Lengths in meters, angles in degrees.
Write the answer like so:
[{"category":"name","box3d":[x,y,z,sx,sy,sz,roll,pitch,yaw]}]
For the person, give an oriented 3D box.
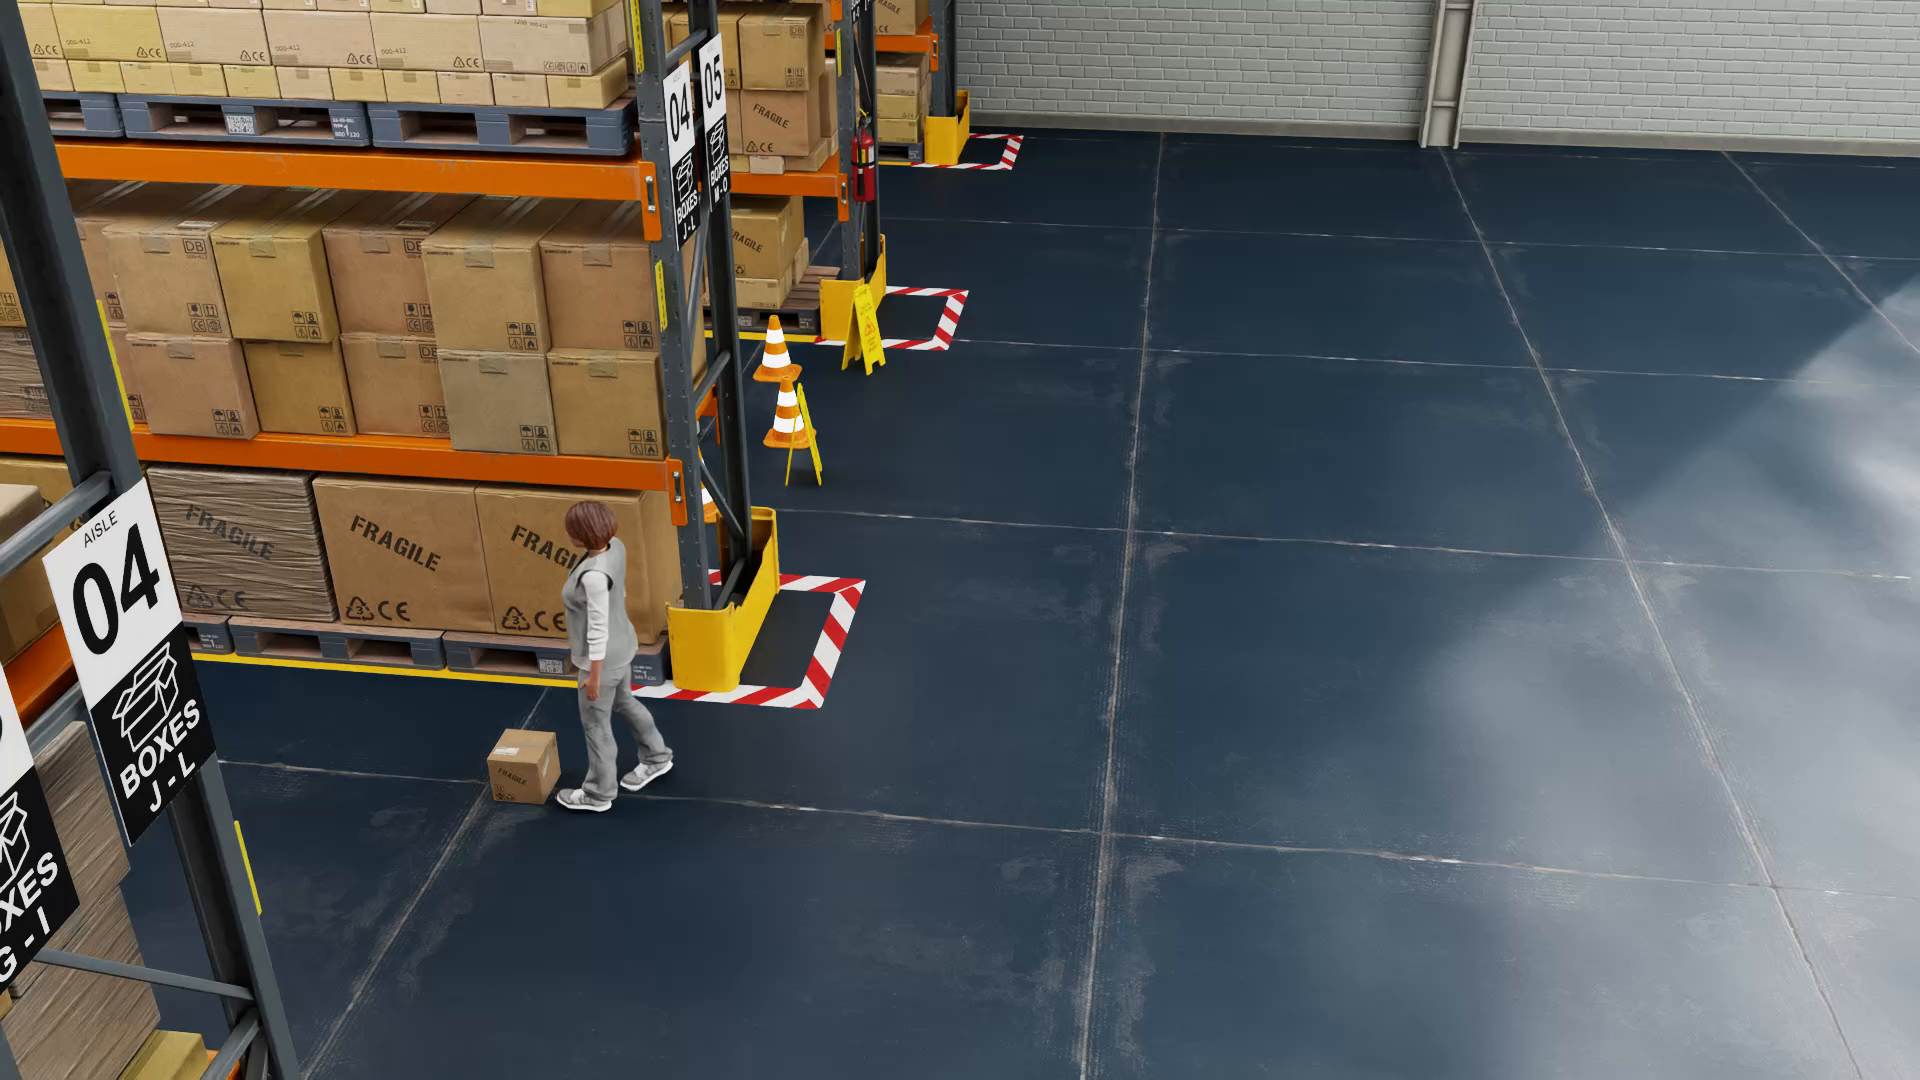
[{"category":"person","box3d":[-1.667,0.538,7.656,0.523,1.611,0.438,1,29,1]}]
